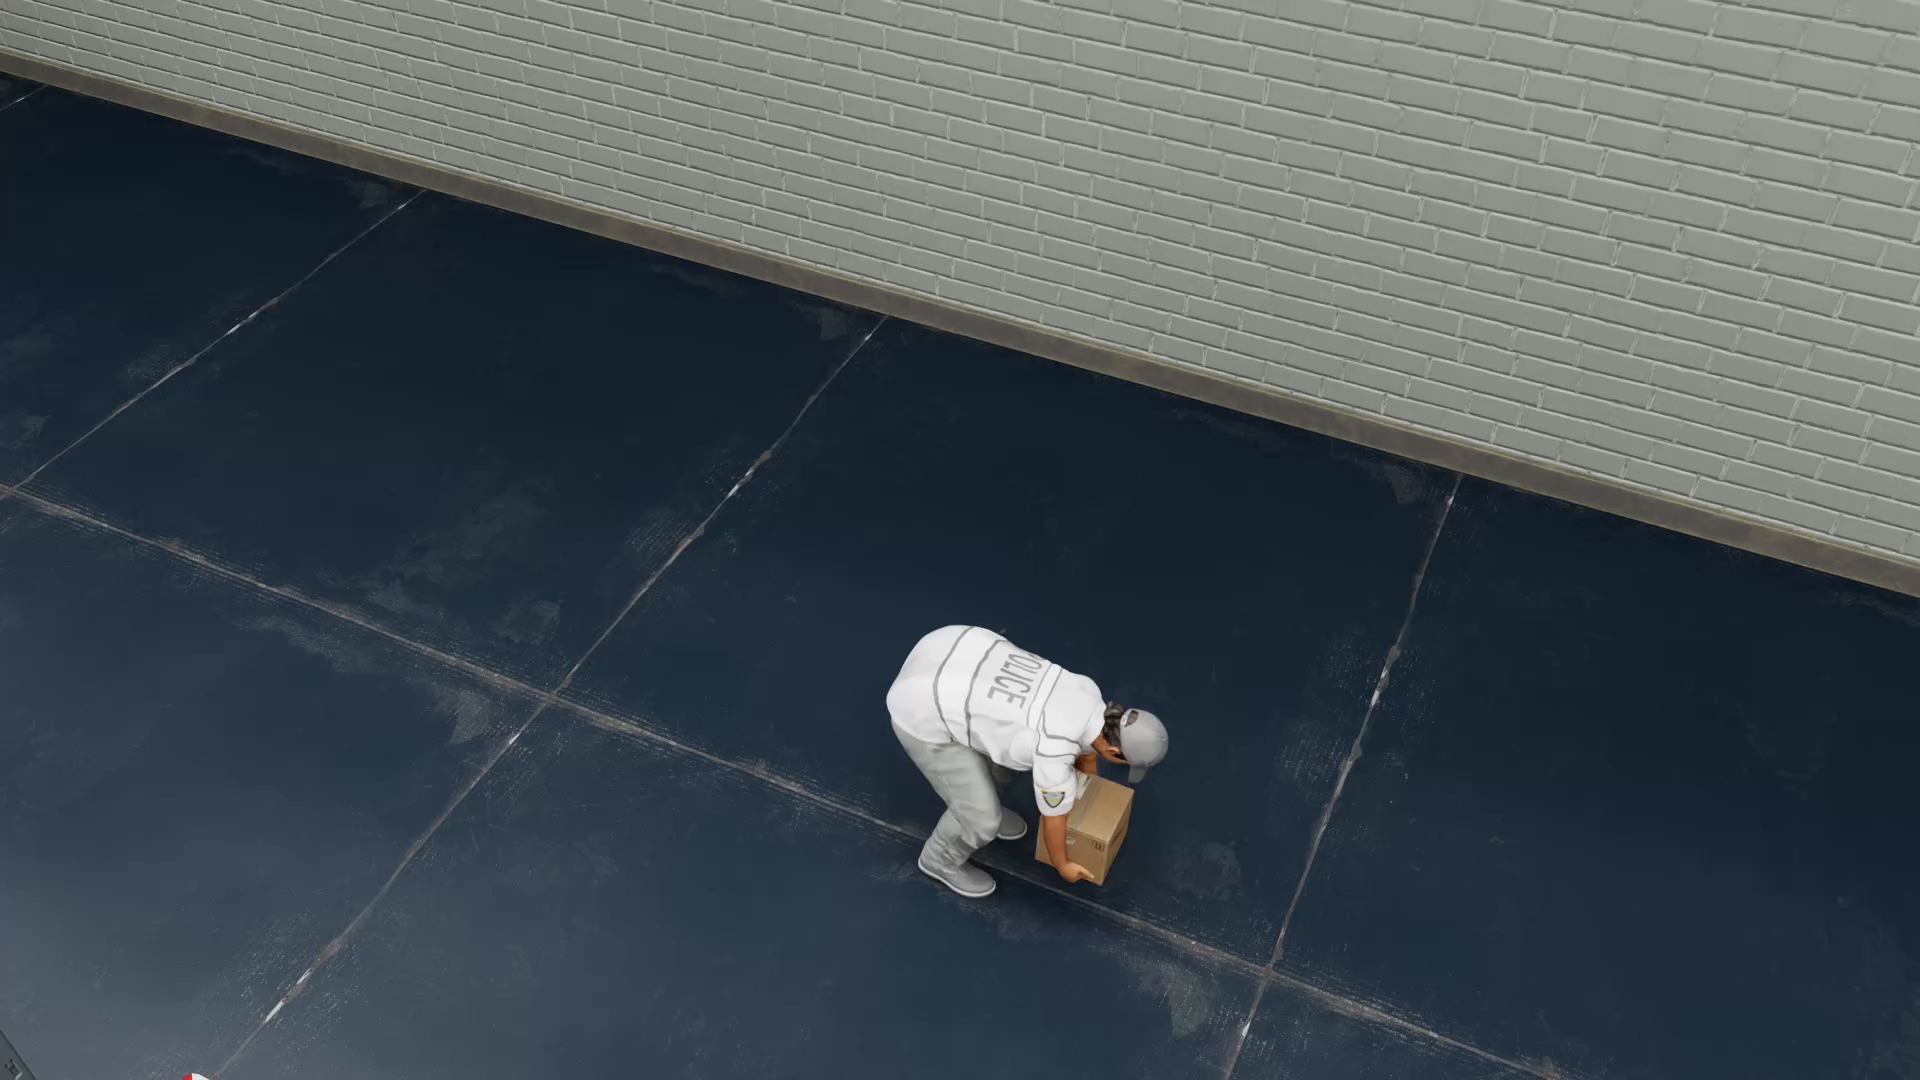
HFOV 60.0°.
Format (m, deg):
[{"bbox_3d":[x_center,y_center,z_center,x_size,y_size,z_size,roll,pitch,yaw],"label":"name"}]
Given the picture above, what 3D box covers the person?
[{"bbox_3d":[0.229,0.812,5.727,0.952,1.048,0.482,16,45,17],"label":"person"}]
